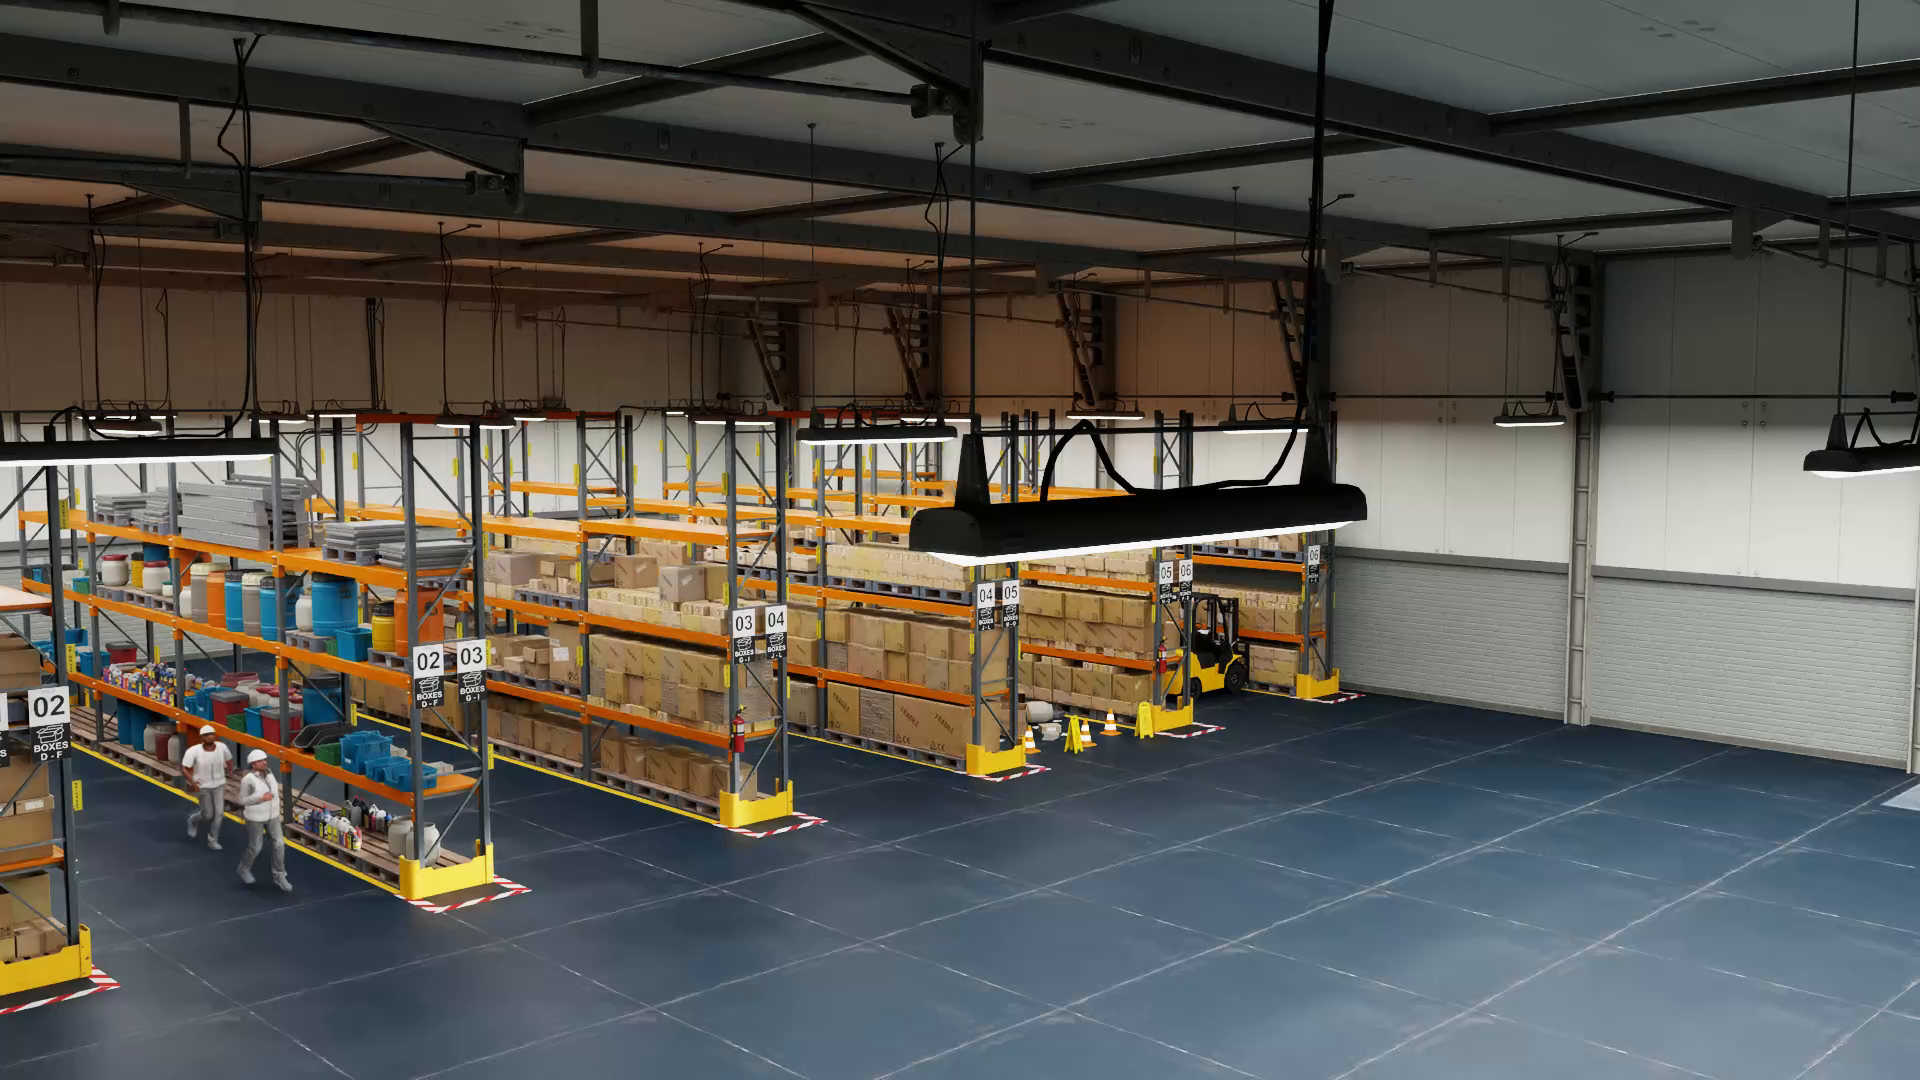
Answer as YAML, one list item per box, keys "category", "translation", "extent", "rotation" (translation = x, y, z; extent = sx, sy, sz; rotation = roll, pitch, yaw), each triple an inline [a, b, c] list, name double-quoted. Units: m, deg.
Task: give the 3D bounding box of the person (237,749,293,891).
- category: "person"
  translation: [-8.958, 3.581, 21.318]
  extent: [0.835, 1.814, 0.647]
  rotation: [3, 6, 30]

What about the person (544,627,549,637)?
- category: "person"
  translation: [-10.024, 1.986, 40.835]
  extent: [0.495, 1.593, 0.594]
  rotation: [1, 5, 6]

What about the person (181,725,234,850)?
- category: "person"
  translation: [-10.550, 3.448, 23.367]
  extent: [0.698, 1.741, 0.662]
  rotation: [-5, 7, -44]
